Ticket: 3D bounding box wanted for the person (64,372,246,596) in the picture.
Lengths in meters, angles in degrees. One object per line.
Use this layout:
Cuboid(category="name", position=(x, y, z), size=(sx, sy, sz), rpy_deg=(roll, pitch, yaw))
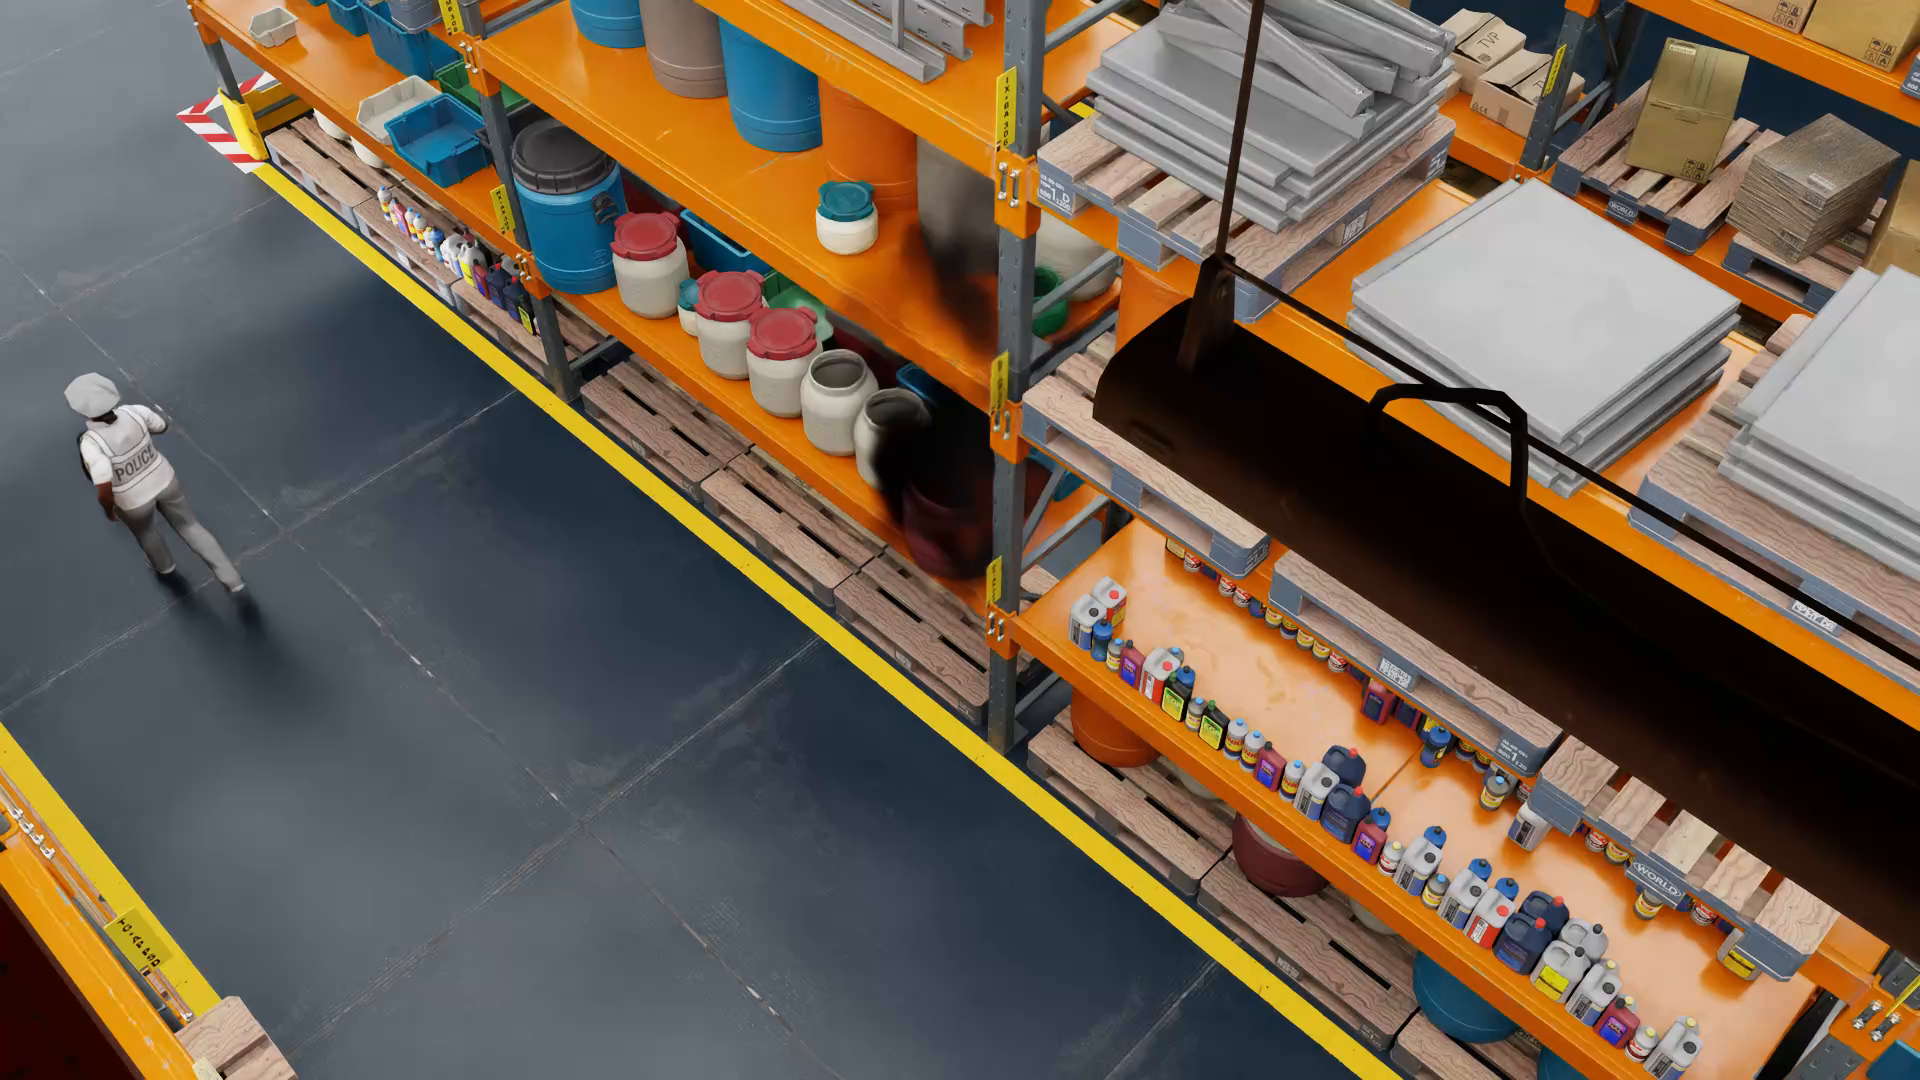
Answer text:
Cuboid(category="person", position=(-4.635, -0.276, 9.488), size=(0.900, 1.703, 0.604), rpy_deg=(29, 56, 22))
